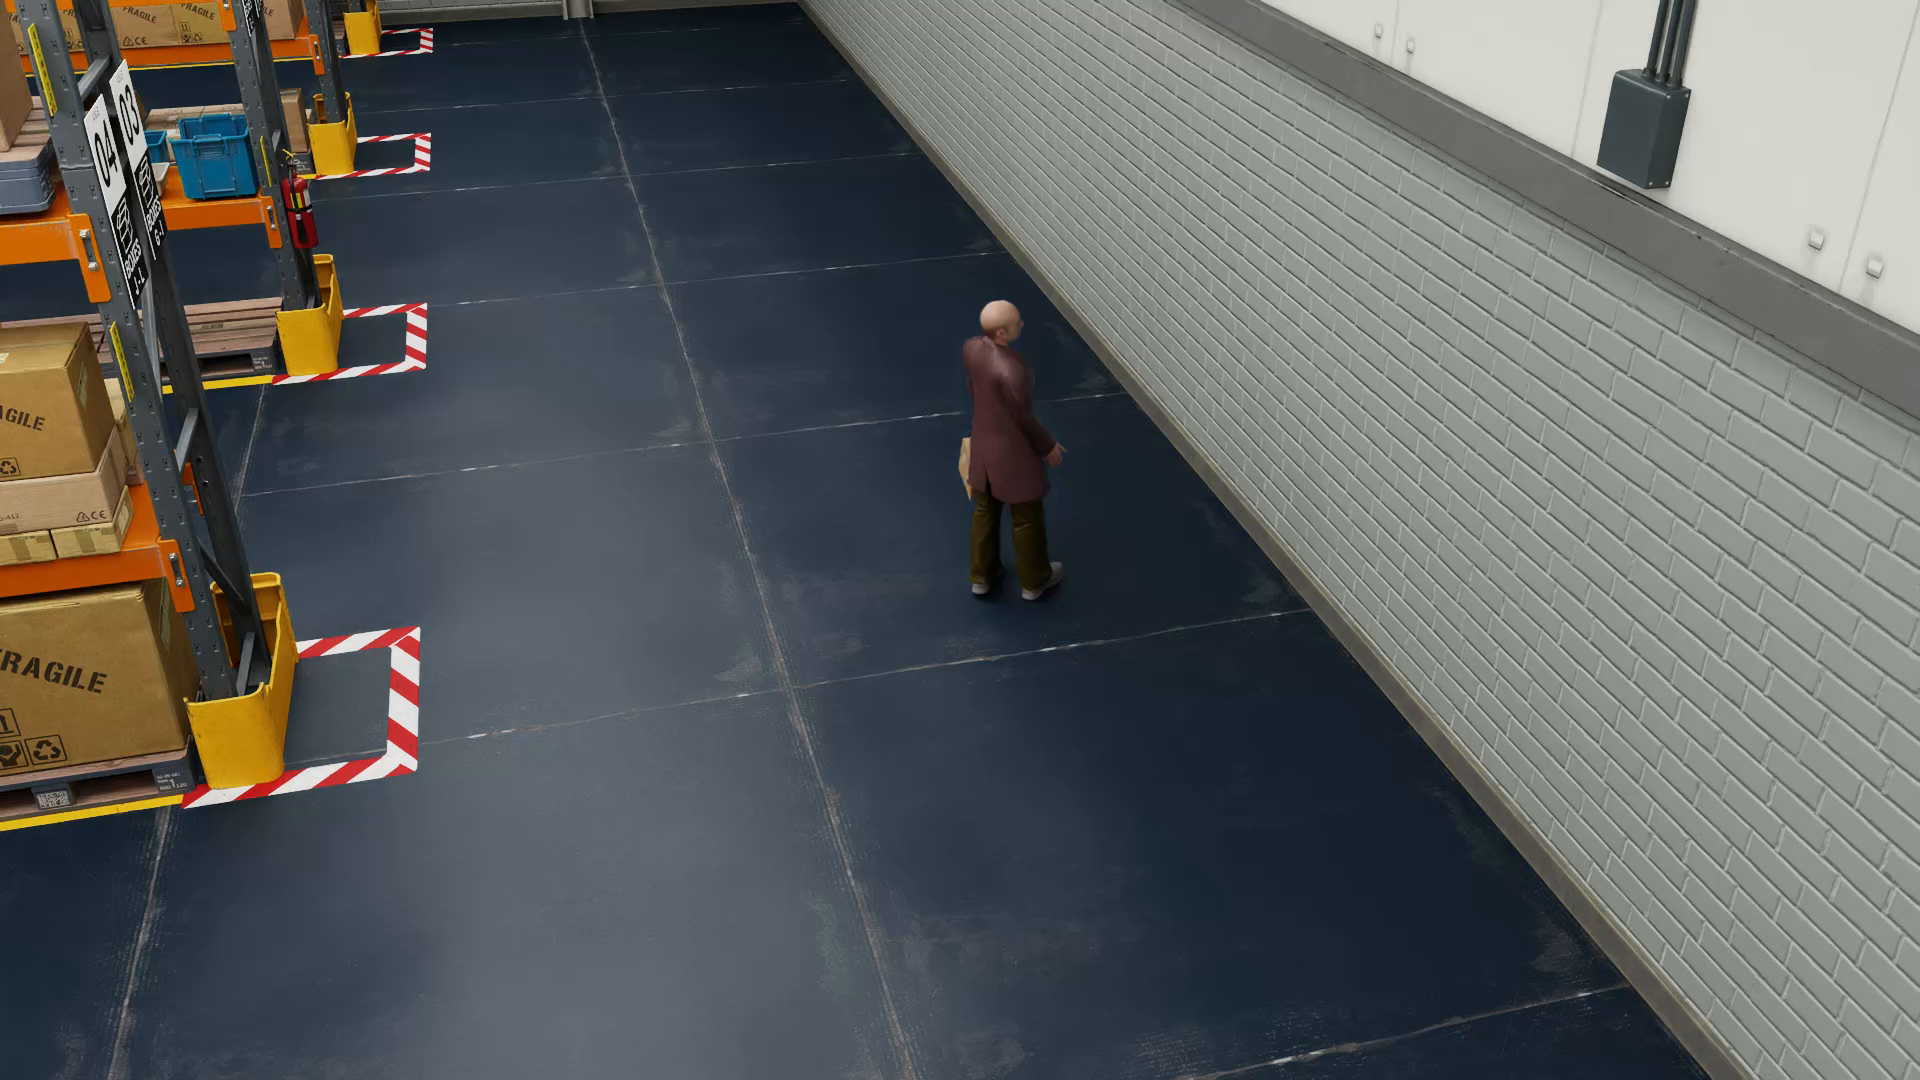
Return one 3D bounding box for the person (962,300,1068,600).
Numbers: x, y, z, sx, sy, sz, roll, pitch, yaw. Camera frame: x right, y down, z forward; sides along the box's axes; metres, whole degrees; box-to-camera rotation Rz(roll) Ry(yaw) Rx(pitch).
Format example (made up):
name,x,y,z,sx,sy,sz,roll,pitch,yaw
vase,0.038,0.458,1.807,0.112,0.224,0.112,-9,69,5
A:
name,x,y,z,sx,sy,sz,roll,pitch,yaw
person,0.313,-0.519,9.123,0.570,1.784,0.578,-20,36,-31
